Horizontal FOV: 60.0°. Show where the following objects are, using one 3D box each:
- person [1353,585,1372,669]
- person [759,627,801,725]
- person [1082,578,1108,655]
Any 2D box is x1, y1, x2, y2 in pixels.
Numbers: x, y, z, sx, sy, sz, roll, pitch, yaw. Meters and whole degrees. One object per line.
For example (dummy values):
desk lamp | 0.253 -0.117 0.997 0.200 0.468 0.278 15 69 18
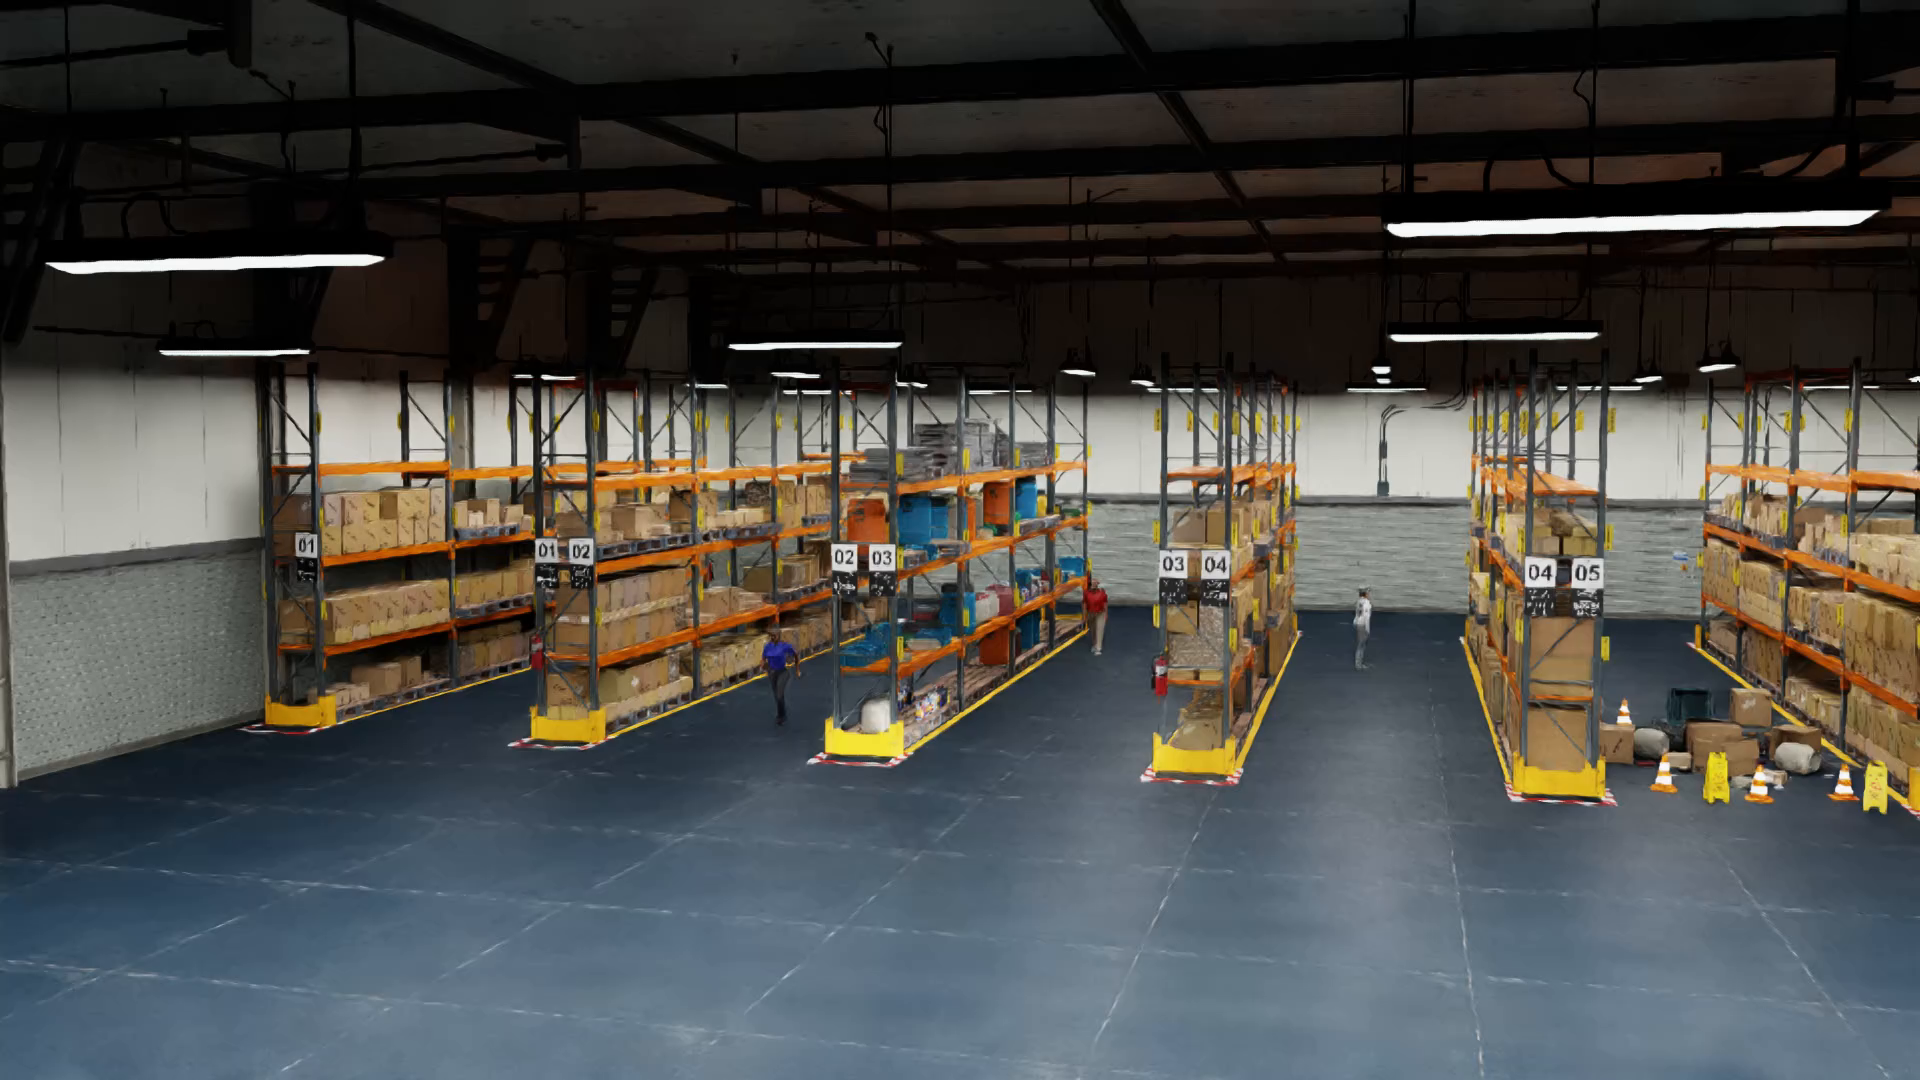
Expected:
person | 8.244 1.766 33.902 0.432 1.683 0.555 -1 4 -8
person | -3.036 2.257 27.849 0.609 1.583 0.807 1 4 20
person | 2.910 1.632 35.990 0.542 1.645 1.126 1 4 17
